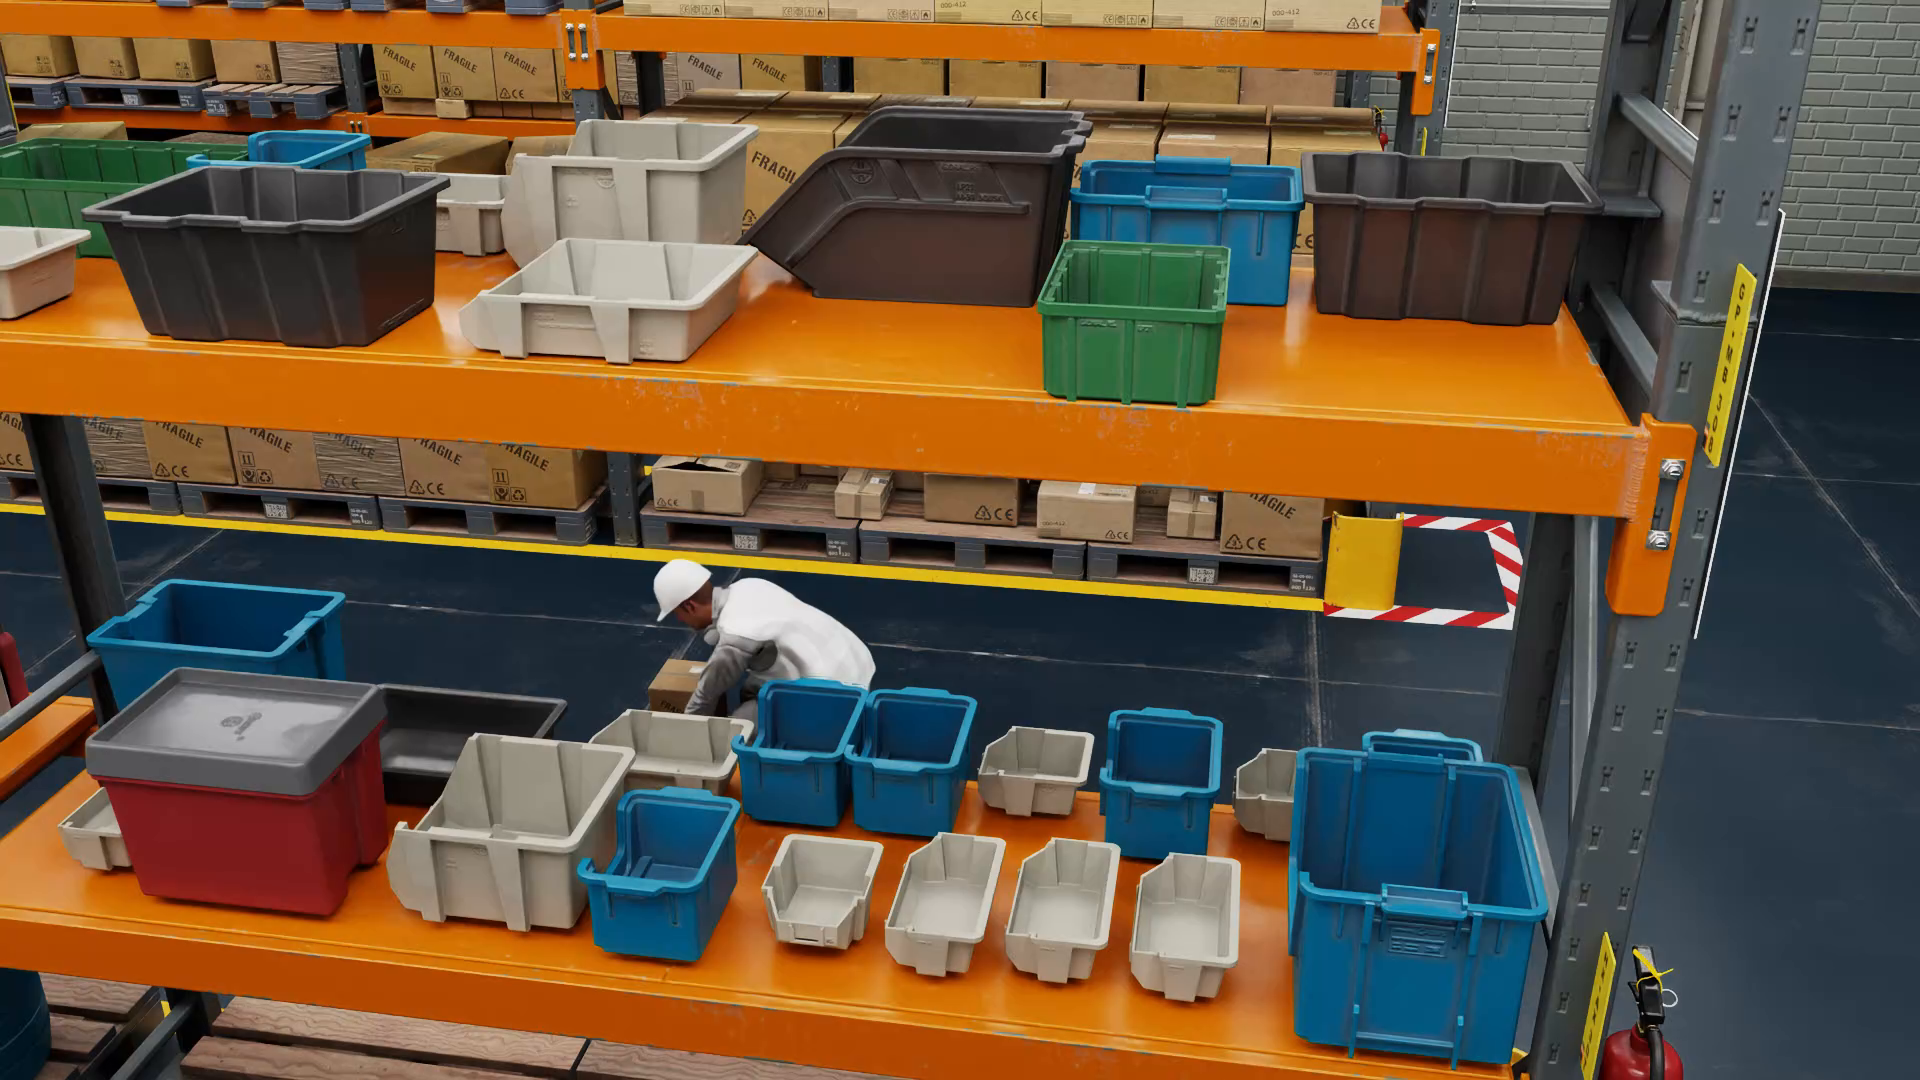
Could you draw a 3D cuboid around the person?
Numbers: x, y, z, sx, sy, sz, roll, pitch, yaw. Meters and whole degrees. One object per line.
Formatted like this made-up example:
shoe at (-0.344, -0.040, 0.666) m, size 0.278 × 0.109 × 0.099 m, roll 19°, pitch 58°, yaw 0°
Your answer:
person at (-0.801, 0.545, 6.821) m, size 0.881 × 1.011 × 0.519 m, roll 4°, pitch 25°, yaw 8°
